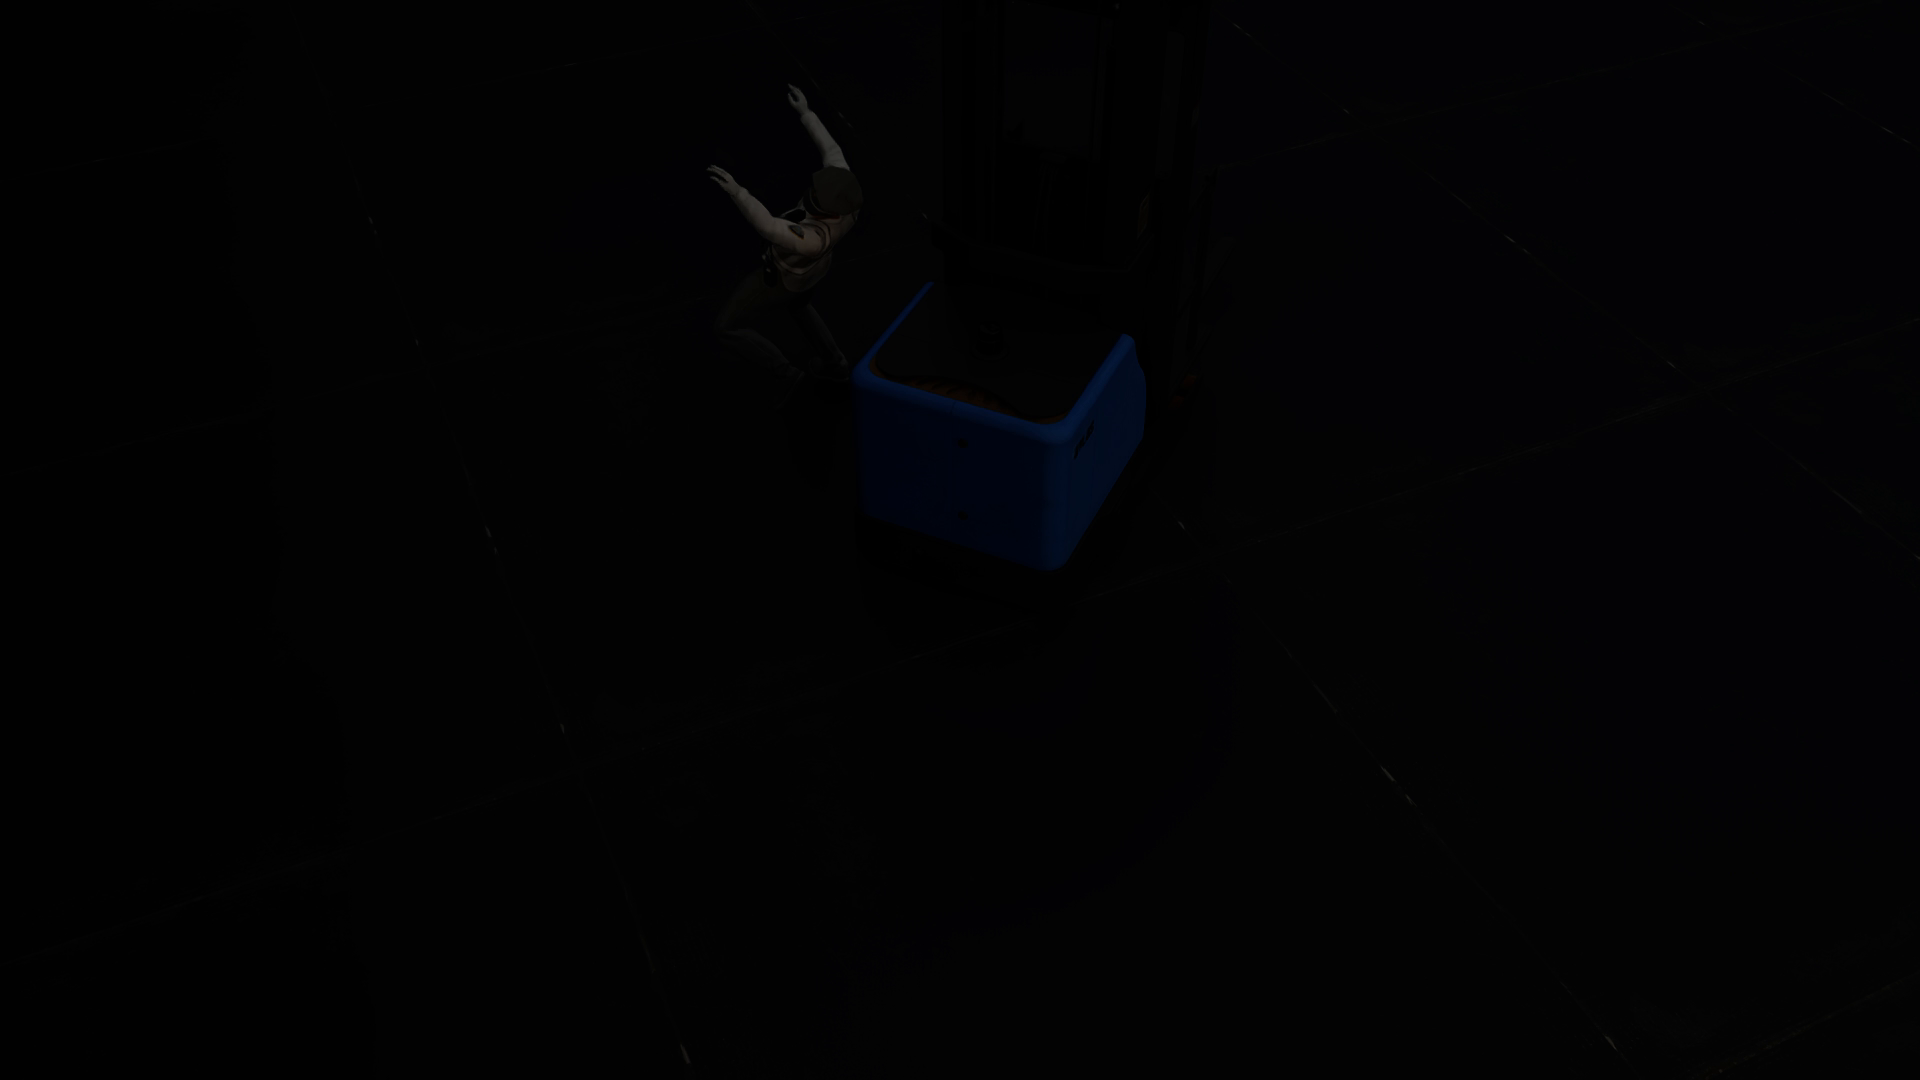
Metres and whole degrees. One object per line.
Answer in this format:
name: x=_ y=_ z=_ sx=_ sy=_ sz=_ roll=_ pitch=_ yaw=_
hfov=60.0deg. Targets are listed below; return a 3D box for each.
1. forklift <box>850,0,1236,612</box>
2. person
forklift: x=0.600 y=-1.760 z=7.566 sx=1.130 sy=2.935 sz=3.031 roll=18 pitch=46 yaw=18
person: x=-0.790 y=-1.290 z=8.092 sx=0.759 sy=1.536 sz=0.881 roll=24 pitch=48 yaw=24
